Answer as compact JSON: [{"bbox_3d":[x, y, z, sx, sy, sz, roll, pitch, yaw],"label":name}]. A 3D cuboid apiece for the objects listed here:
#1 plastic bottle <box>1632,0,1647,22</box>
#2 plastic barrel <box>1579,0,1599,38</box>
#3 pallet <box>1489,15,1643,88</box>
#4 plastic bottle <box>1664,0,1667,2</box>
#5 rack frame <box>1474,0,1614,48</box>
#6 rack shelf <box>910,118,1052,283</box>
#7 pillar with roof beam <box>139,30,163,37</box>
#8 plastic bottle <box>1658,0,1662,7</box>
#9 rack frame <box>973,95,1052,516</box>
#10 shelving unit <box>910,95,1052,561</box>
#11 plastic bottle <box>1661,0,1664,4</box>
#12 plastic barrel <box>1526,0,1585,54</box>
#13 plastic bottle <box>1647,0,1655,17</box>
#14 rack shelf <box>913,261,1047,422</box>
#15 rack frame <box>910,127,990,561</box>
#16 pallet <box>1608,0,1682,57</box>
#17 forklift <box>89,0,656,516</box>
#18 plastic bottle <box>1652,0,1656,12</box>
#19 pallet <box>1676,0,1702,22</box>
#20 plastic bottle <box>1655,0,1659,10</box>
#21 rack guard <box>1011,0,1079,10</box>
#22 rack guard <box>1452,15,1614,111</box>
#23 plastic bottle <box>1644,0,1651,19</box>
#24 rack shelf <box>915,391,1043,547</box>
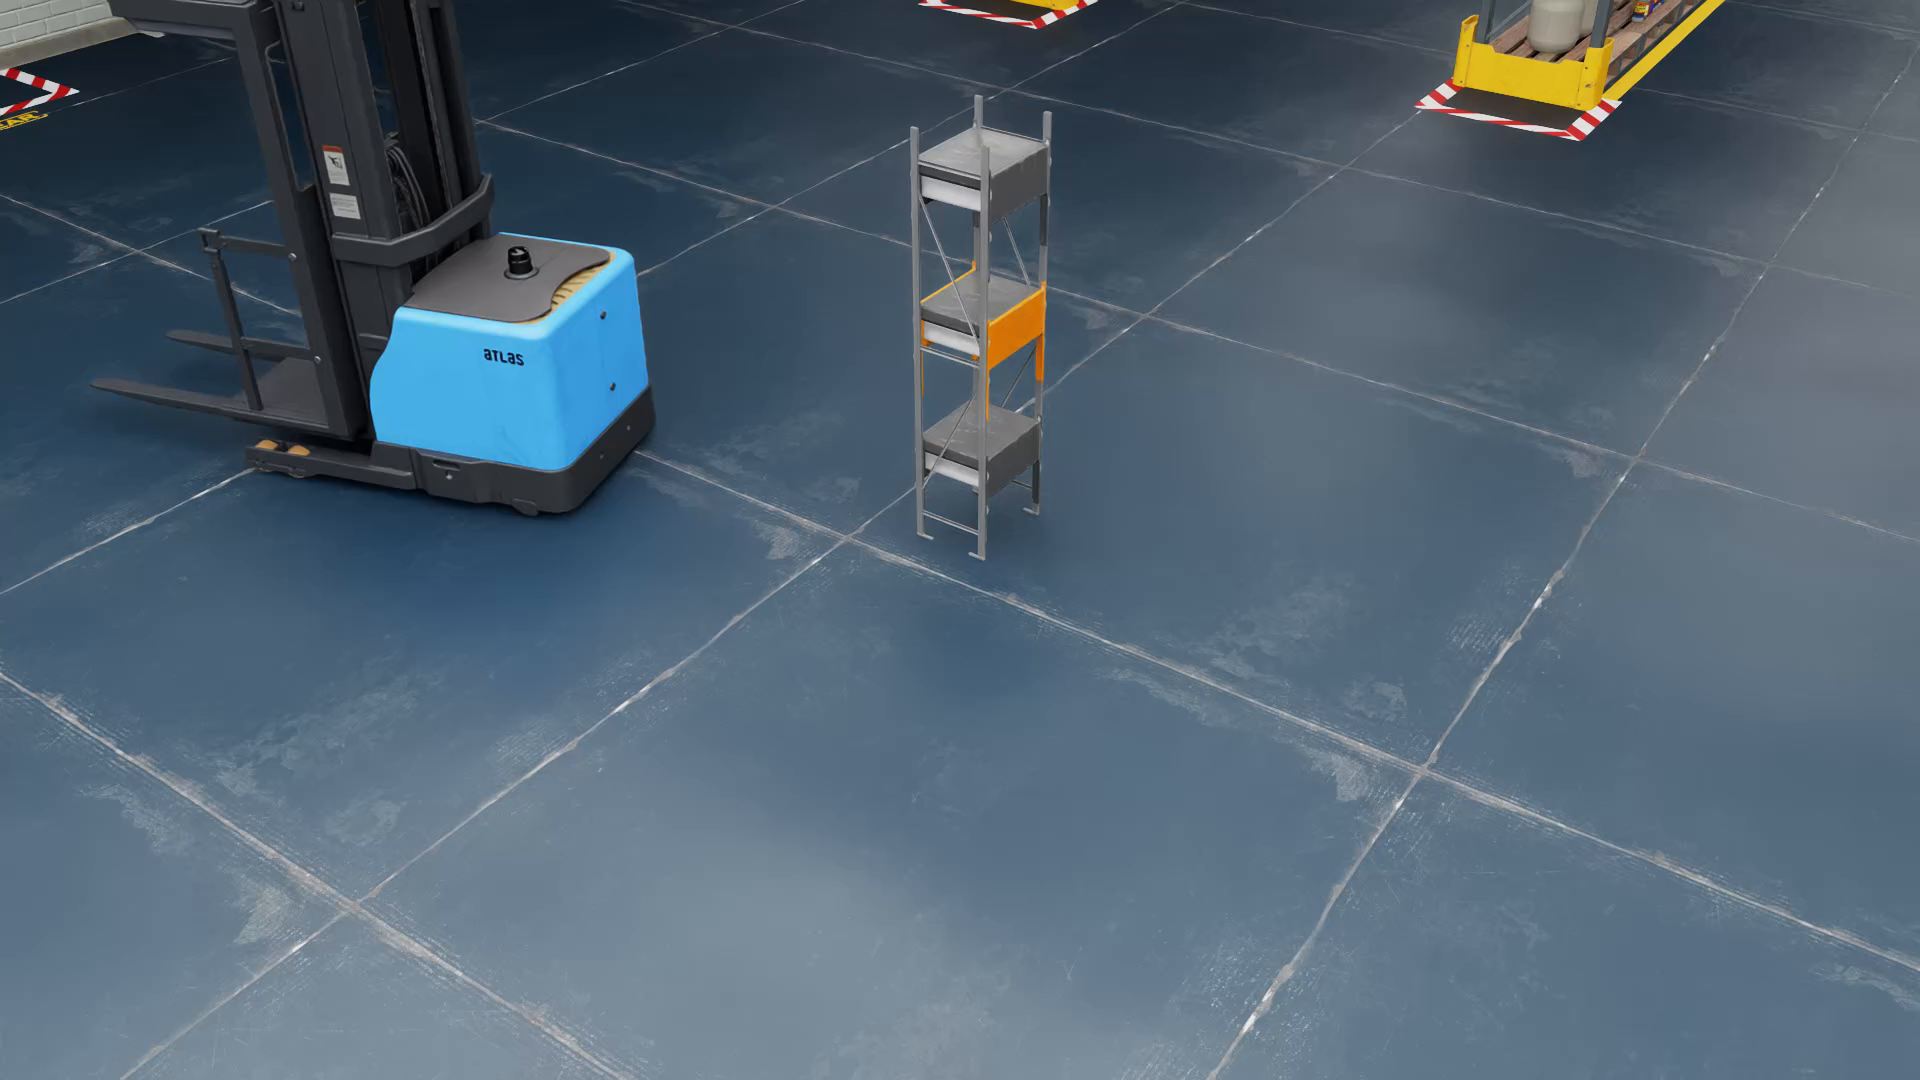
[{"bbox_3d":[5.948,-4.675,14.528,0.097,0.271,0.097,0,34,0],"label":"plastic bottle"},{"bbox_3d":[5.256,-4.589,14.205,0.421,0.512,0.421,0,34,0],"label":"plastic barrel"},{"bbox_3d":[5.130,-4.155,14.206,1.003,0.211,1.213,21,39,28],"label":"pallet"},{"bbox_3d":[6.374,-4.990,15.056,0.097,0.201,0.097,0,34,0],"label":"plastic bottle"},{"bbox_3d":[4.658,-4.888,12.800,1.000,3.000,0.127,21,39,28],"label":"rack frame"},{"bbox_3d":[0.094,-1.515,7.390,0.431,0.518,0.480,21,39,28],"label":"rack shelf"},{"bbox_3d":[-3.677,-7.000,10.567,9.100,9.000,0.400,21,39,28],"label":"pillar with roof beam"},{"bbox_3d":[6.257,-4.895,14.916,0.097,0.201,0.097,0,34,0],"label":"plastic bottle"},{"bbox_3d":[0.234,-1.058,7.940,0.400,2.100,0.015,21,39,28],"label":"rack frame"},{"bbox_3d":[0.094,-0.946,7.774,0.431,2.100,0.503,21,39,28],"label":"shelving unit"},{"bbox_3d":[6.316,-4.972,14.967,0.097,0.271,0.097,0,34,0],"label":"plastic bottle"},{"bbox_3d":[4.971,-4.359,13.863,0.421,0.512,0.421,0,34,0],"label":"plastic barrel"},{"bbox_3d":[6.092,-4.778,14.670,0.061,0.283,0.133,22,40,29],"label":"plastic bottle"},{"bbox_3d":[0.094,-0.935,7.782,0.431,0.518,0.480,21,39,28],"label":"rack shelf"},{"bbox_3d":[-0.045,-0.834,7.608,0.400,2.100,0.015,21,39,28],"label":"rack frame"},{"bbox_3d":[5.827,-4.714,15.032,1.003,0.211,1.213,21,39,28],"label":"pallet"},{"bbox_3d":[-3.235,-1.810,8.309,3.031,2.935,1.130,10,35,14],"label":"forklift"},{"bbox_3d":[6.143,-4.833,14.761,0.097,0.271,0.097,0,34,0],"label":"plastic bottle"},{"bbox_3d":[6.522,-5.278,15.866,1.003,0.211,1.213,21,39,28],"label":"pallet"},{"bbox_3d":[6.200,-4.879,14.829,0.097,0.271,0.097,0,34,0],"label":"plastic bottle"},{"bbox_3d":[0.577,-5.425,15.826,1.175,0.500,0.348,21,39,28],"label":"rack guard"},{"bbox_3d":[4.663,-3.902,13.574,1.175,0.500,0.348,21,39,28],"label":"rack guard"},{"bbox_3d":[6.007,-4.693,14.618,0.097,0.201,0.097,0,34,0],"label":"plastic bottle"},{"bbox_3d":[0.094,-0.355,8.174,0.431,0.518,0.480,21,39,28],"label":"rack shelf"}]
